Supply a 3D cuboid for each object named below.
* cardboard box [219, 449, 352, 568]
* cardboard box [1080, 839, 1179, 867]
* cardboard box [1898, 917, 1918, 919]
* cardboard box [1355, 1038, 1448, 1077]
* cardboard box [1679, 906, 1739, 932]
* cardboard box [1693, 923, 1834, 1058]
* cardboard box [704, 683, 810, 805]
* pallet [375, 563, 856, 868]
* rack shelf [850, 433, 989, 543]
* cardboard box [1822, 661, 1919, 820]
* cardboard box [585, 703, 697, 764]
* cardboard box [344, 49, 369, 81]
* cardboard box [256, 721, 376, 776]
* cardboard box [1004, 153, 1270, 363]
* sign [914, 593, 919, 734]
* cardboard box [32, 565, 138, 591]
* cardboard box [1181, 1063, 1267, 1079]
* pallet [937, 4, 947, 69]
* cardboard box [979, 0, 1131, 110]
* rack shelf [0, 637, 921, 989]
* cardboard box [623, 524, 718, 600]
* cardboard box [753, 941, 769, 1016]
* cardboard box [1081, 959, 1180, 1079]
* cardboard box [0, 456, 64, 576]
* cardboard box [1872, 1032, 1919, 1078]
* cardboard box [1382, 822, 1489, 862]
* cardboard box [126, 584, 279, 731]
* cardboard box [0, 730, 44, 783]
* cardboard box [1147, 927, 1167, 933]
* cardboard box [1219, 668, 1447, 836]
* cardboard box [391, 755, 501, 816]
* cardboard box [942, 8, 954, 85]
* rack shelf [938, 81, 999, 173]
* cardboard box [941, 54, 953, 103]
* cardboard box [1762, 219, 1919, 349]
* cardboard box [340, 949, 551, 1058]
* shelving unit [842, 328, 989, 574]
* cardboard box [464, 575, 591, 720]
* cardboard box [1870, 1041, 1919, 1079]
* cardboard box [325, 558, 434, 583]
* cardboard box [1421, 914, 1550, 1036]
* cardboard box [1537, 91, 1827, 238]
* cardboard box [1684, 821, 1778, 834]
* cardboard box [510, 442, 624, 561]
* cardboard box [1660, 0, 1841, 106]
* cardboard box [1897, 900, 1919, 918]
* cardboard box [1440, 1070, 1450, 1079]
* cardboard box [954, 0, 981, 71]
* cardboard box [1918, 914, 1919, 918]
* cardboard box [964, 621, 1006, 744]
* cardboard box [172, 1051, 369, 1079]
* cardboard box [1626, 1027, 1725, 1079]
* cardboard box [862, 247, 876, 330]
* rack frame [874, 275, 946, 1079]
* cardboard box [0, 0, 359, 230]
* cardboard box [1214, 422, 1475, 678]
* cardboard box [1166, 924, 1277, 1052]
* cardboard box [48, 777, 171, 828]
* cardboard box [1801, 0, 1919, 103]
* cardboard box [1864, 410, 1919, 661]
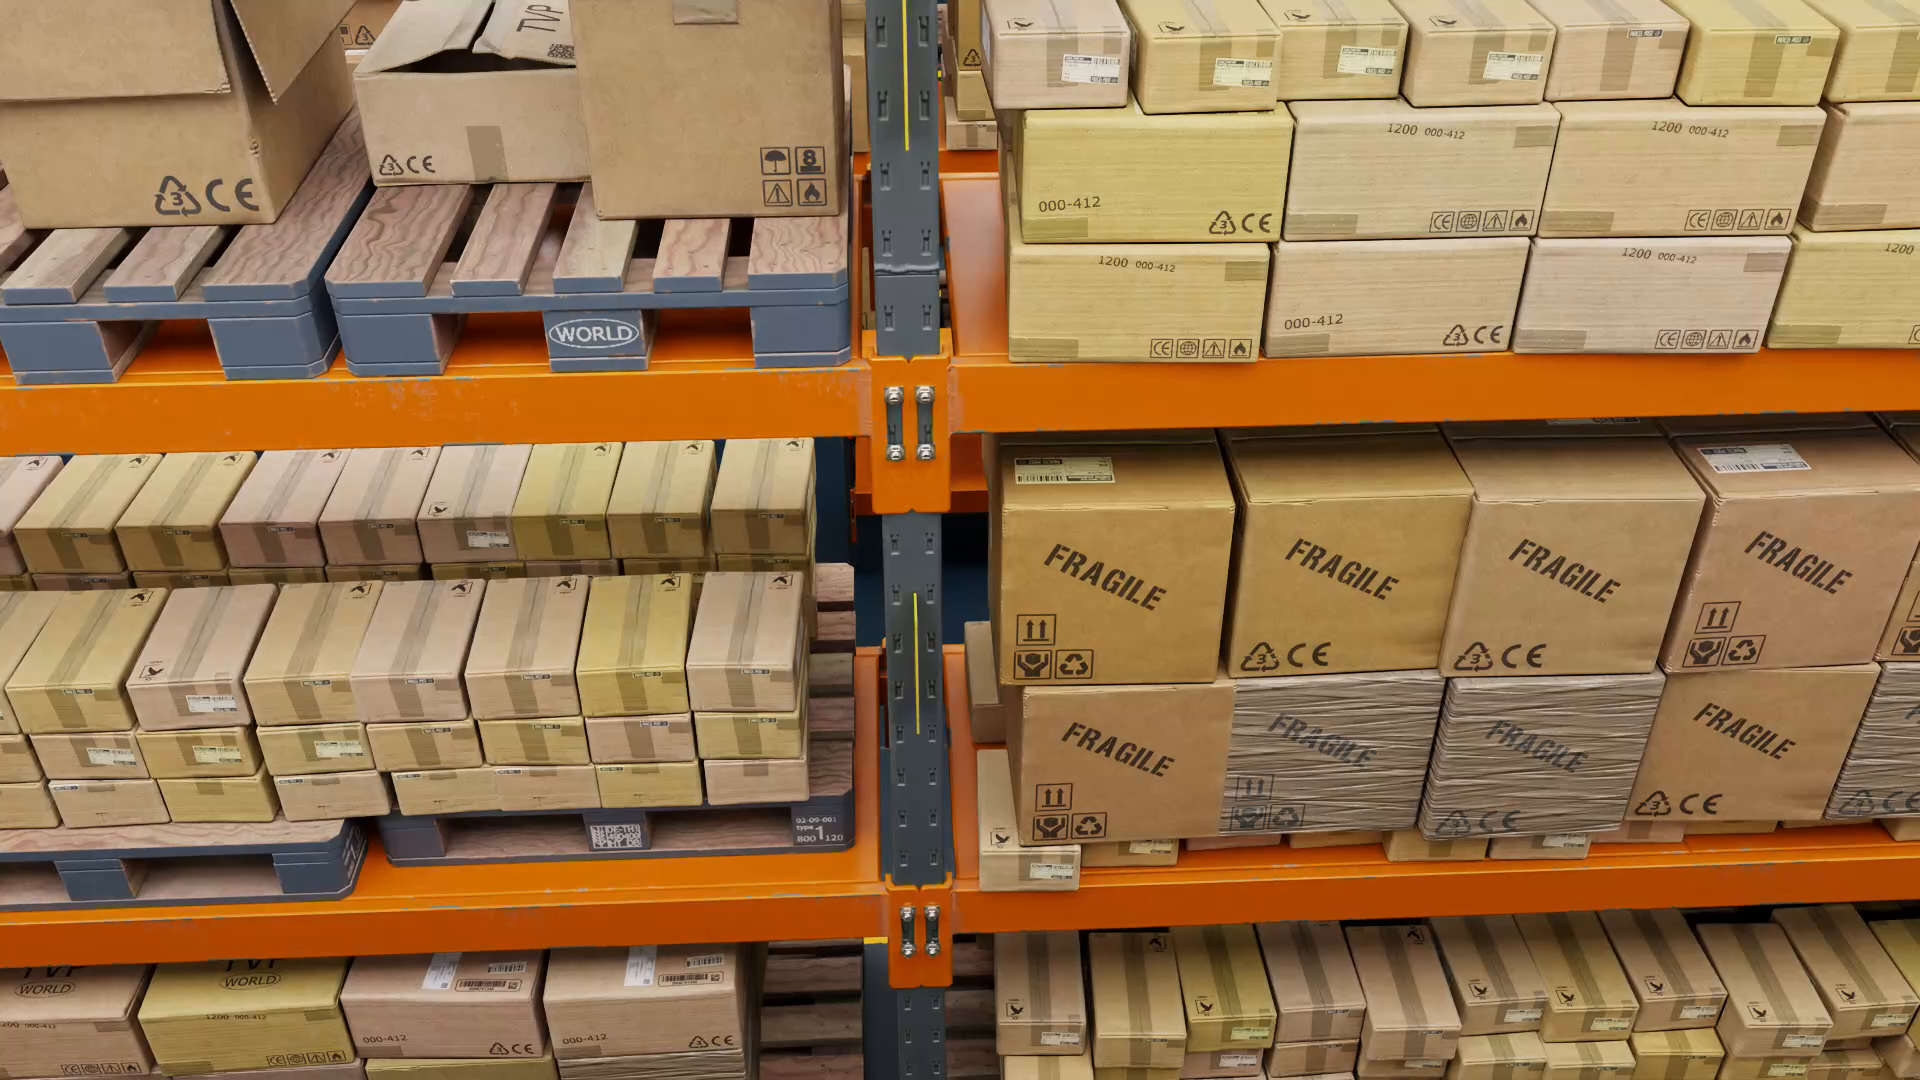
[{"bbox_3d":[-1.833,-0.092,4.576,0.250,0.149,0.380,0,35,0],"label":"cardboard box"},{"bbox_3d":[0.427,0.670,4.367,0.250,0.149,0.380,-1,35,-1],"label":"cardboard box"},{"bbox_3d":[3.073,1.215,5.495,0.250,0.149,0.380,-2,35,-2],"label":"cardboard box"},{"bbox_3d":[1.287,1.402,4.963,0.250,0.149,0.380,0,35,0],"label":"cardboard box"},{"bbox_3d":[2.295,1.114,5.380,0.250,0.149,0.380,-3,35,-5],"label":"cardboard box"},{"bbox_3d":[2.319,1.306,4.840,0.250,0.149,0.380,0,35,0],"label":"cardboard box"},{"bbox_3d":[-0.514,0.491,4.256,0.250,0.149,0.380,-2,35,-3],"label":"cardboard box"},{"bbox_3d":[-0.897,0.454,4.626,1.213,0.211,1.003,-2,35,-2],"label":"pallet"},{"bbox_3d":[0.007,-0.262,7.569,1.000,0.278,0.538,-2,35,-2],"label":"rack shelf"},{"bbox_3d":[2.412,0.355,4.252,0.500,0.500,0.500,-1,35,-2],"label":"cardboard box"},{"bbox_3d":[-0.777,0.376,4.160,0.250,0.149,0.380,-1,35,-2],"label":"cardboard box"},{"bbox_3d":[-2.731,-2.207,8.216,0.500,0.500,0.500,-2,35,-3],"label":"cardboard box"},{"bbox_3d":[-1.558,0.398,4.130,0.250,0.149,0.380,-3,35,-5],"label":"cardboard box"},{"bbox_3d":[0.349,-0.597,3.472,0.500,0.250,0.500,0,35,0],"label":"cardboard box"},{"bbox_3d":[-0.096,0.277,3.697,0.005,0.325,0.100,-2,35,-2],"label":"sign"},{"bbox_3d":[-2.361,0.045,4.639,0.250,0.149,0.380,-1,35,-1],"label":"cardboard box"},{"bbox_3d":[0.764,1.566,4.987,0.250,0.149,0.380,-2,35,-2],"label":"cardboard box"},{"bbox_3d":[0.238,-4.095,13.482,1.213,0.211,1.003,-2,35,-2],"label":"pallet"},{"bbox_3d":[0.176,-0.974,3.228,0.250,0.149,0.380,-2,35,-3],"label":"cardboard box"},{"bbox_3d":[-2.124,0.787,4.609,4.000,0.370,1.077,-2,35,-2],"label":"rack shelf"},{"bbox_3d":[-0.800,0.003,4.700,0.250,0.149,0.380,-2,35,-3],"label":"cardboard box"},{"bbox_3d":[-0.877,1.162,5.263,0.500,0.500,0.500,0,35,0],"label":"cardboard box"},{"bbox_3d":[0.499,1.429,4.924,0.250,0.149,0.380,-1,35,-2],"label":"cardboard box"},{"bbox_3d":[-2.634,-0.068,4.541,0.250,0.149,0.380,-2,35,-2],"label":"cardboard box"},{"bbox_3d":[2.837,1.398,4.968,0.250,0.149,0.380,-3,35,-4],"label":"cardboard box"},{"bbox_3d":[1.217,0.659,4.382,0.250,0.149,0.380,-1,35,-1],"label":"cardboard box"},{"bbox_3d":[-1.820,0.280,4.039,0.250,0.149,0.380,-3,35,-4],"label":"cardboard box"},{"bbox_3d":[-2.343,0.419,4.099,0.250,0.149,0.380,-2,35,-3],"label":"cardboard box"},{"bbox_3d":[0.710,1.094,5.408,0.250,0.149,0.380,-3,35,-4],"label":"cardboard box"},{"bbox_3d":[0.874,0.387,4.206,0.500,0.500,0.500,-2,35,-2],"label":"cardboard box"},{"bbox_3d":[-1.272,0.511,4.228,0.250,0.149,0.380,-3,35,-5],"label":"cardboard box"},{"bbox_3d":[0.168,-2.606,8.751,0.500,0.250,0.500,-2,35,-3],"label":"cardboard box"},{"bbox_3d":[1.738,-2.143,8.842,4.000,0.370,1.077,-2,35,-2],"label":"rack shelf"},{"bbox_3d":[0.029,-2.476,8.912,0.250,0.149,0.380,-1,35,-2],"label":"cardboard box"},{"bbox_3d":[1.892,-0.630,3.521,0.500,0.250,0.500,0,35,0],"label":"cardboard box"},{"bbox_3d":[-1.372,1.154,4.615,0.500,0.250,0.500,0,35,0],"label":"cardboard box"},{"bbox_3d":[0.007,-0.463,7.430,1.048,1.125,0.538,-2,35,-2],"label":"shelving unit"},{"bbox_3d":[-1.045,0.259,4.069,0.250,0.149,0.380,-3,35,-4],"label":"cardboard box"},{"bbox_3d":[2.833,1.485,5.105,0.250,0.149,0.380,-2,35,-2],"label":"cardboard box"},{"bbox_3d":[-1.587,0.026,4.667,0.250,0.149,0.380,0,35,0],"label":"cardboard box"},{"bbox_3d":[1.542,1.258,4.910,0.250,0.149,0.380,-3,35,-4],"label":"cardboard box"},{"bbox_3d":[1.367,-0.833,3.374,0.500,0.250,0.500,-1,35,-1],"label":"cardboard box"},{"bbox_3d":[2.002,0.604,4.463,0.250,0.149,0.380,-1,35,-1],"label":"cardboard box"},{"bbox_3d":[-1.076,-0.111,4.604,0.250,0.149,0.380,-1,35,-2],"label":"cardboard box"},{"bbox_3d":[1.491,-0.982,3.239,0.250,0.149,0.380,0,35,0],"label":"cardboard box"},{"bbox_3d":[3.058,1.050,5.471,0.250,0.149,0.380,-2,35,-2],"label":"cardboard box"},{"bbox_3d":[1.547,1.552,5.008,0.250,0.149,0.380,-2,35,-4],"label":"cardboard box"},{"bbox_3d":[0.230,-2.621,8.113,0.500,0.500,0.500,-2,35,-2],"label":"cardboard box"},{"bbox_3d":[3.099,1.217,4.969,0.250,0.149,0.380,-1,35,-1],"label":"cardboard box"},{"bbox_3d":[0.148,0.400,4.757,0.250,0.149,0.380,-2,35,-3],"label":"cardboard box"},{"bbox_3d":[-1.879,1.481,4.802,0.500,0.500,0.500,-2,35,-3],"label":"cardboard box"},{"bbox_3d":[2.063,1.416,4.943,0.250,0.149,0.380,0,35,0],"label":"cardboard box"},{"bbox_3d":[-0.898,-1.655,9.004,0.875,0.875,1.225,-1,35,-2],"label":"cardboard box"},{"bbox_3d":[-0.126,0.437,4.482,0.127,3.000,1.000,-2,35,-2],"label":"rack frame"},{"bbox_3d":[-1.675,-1.044,3.527,0.637,0.503,0.797,-2,35,-3],"label":"cardboard box"},{"bbox_3d":[0.853,-0.033,3.935,0.500,0.500,0.500,-3,35,-4],"label":"cardboard box"},{"bbox_3d":[0.756,1.292,4.860,0.250,0.149,0.380,-2,35,-3],"label":"cardboard box"},{"bbox_3d":[-2.081,0.535,4.192,0.250,0.149,0.380,-3,35,-4],"label":"cardboard box"},{"bbox_3d":[1.752,-0.997,3.260,0.250,0.149,0.380,-3,35,-4],"label":"cardboard box"},{"bbox_3d":[2.399,-0.058,3.971,0.500,0.500,0.500,0,35,0],"label":"cardboard box"}]
